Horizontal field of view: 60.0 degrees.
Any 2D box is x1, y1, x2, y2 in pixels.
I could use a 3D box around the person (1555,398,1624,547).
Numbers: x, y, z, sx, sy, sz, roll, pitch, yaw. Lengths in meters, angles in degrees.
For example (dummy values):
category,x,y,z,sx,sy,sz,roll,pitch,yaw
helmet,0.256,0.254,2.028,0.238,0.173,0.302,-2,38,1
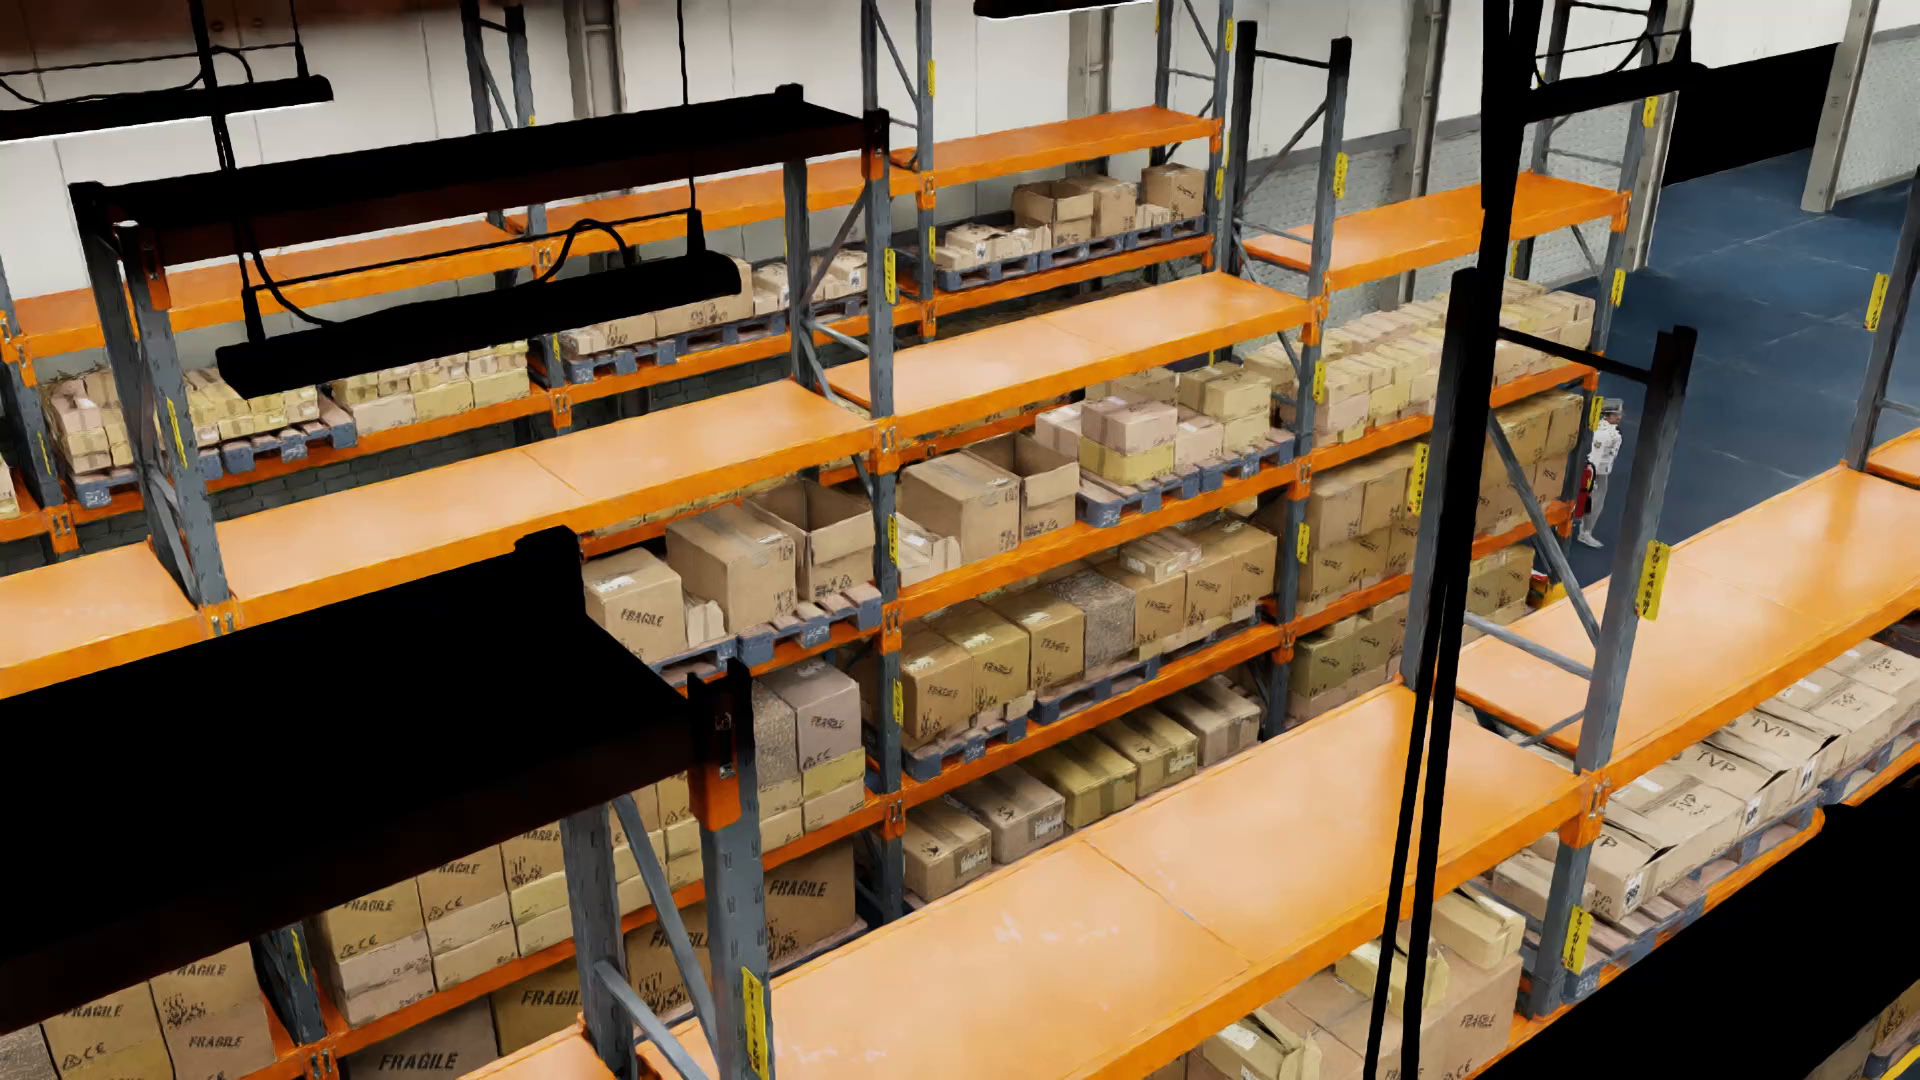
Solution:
category,x,y,z,sx,sy,sz,roll,pitch,yaw
person,6.752,-0.755,17.783,0.521,1.664,0.570,12,29,23
